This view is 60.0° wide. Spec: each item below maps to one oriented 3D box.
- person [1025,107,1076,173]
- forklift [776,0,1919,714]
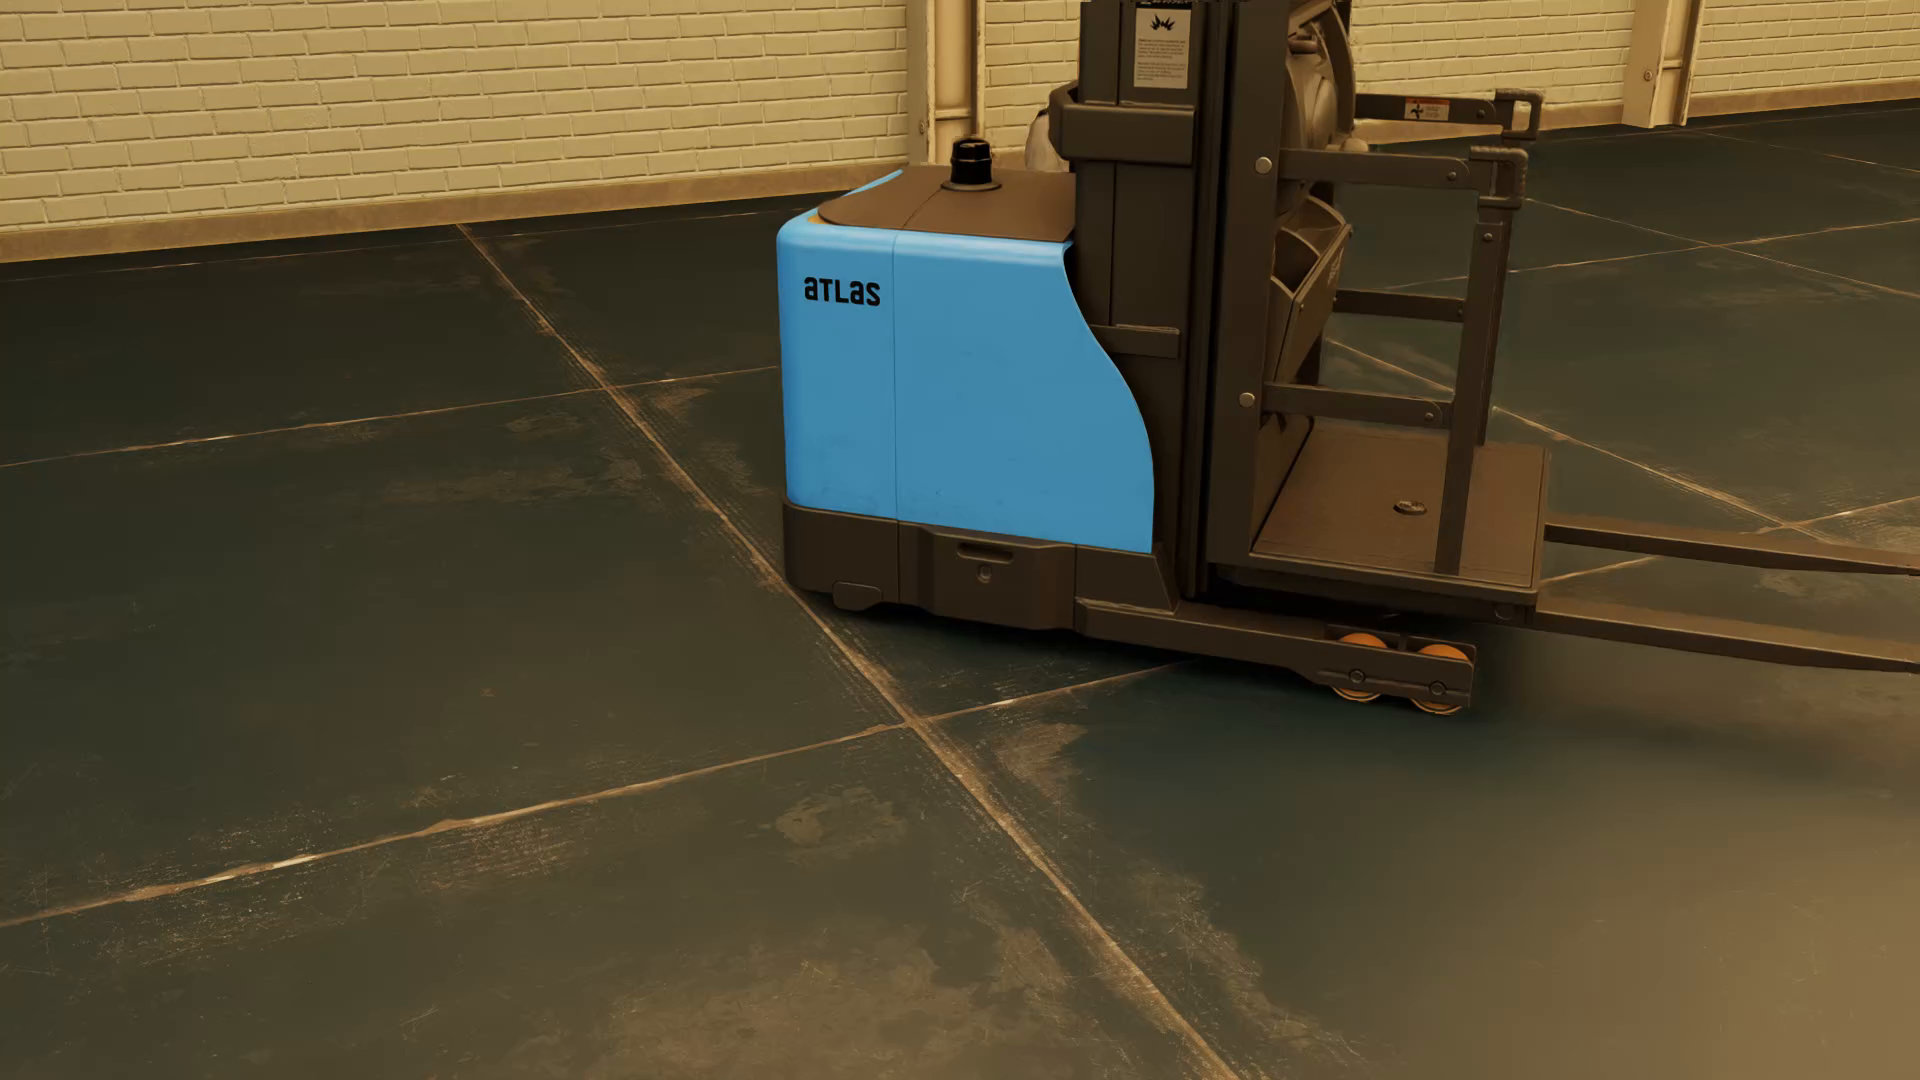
[{"bbox_3d":[0.580,-0.840,5.338,0.898,1.492,0.936,-11,25,-24],"label":"person"},{"bbox_3d":[1.082,-1.156,4.070,3.031,2.935,1.130,8,24,18],"label":"forklift"}]
